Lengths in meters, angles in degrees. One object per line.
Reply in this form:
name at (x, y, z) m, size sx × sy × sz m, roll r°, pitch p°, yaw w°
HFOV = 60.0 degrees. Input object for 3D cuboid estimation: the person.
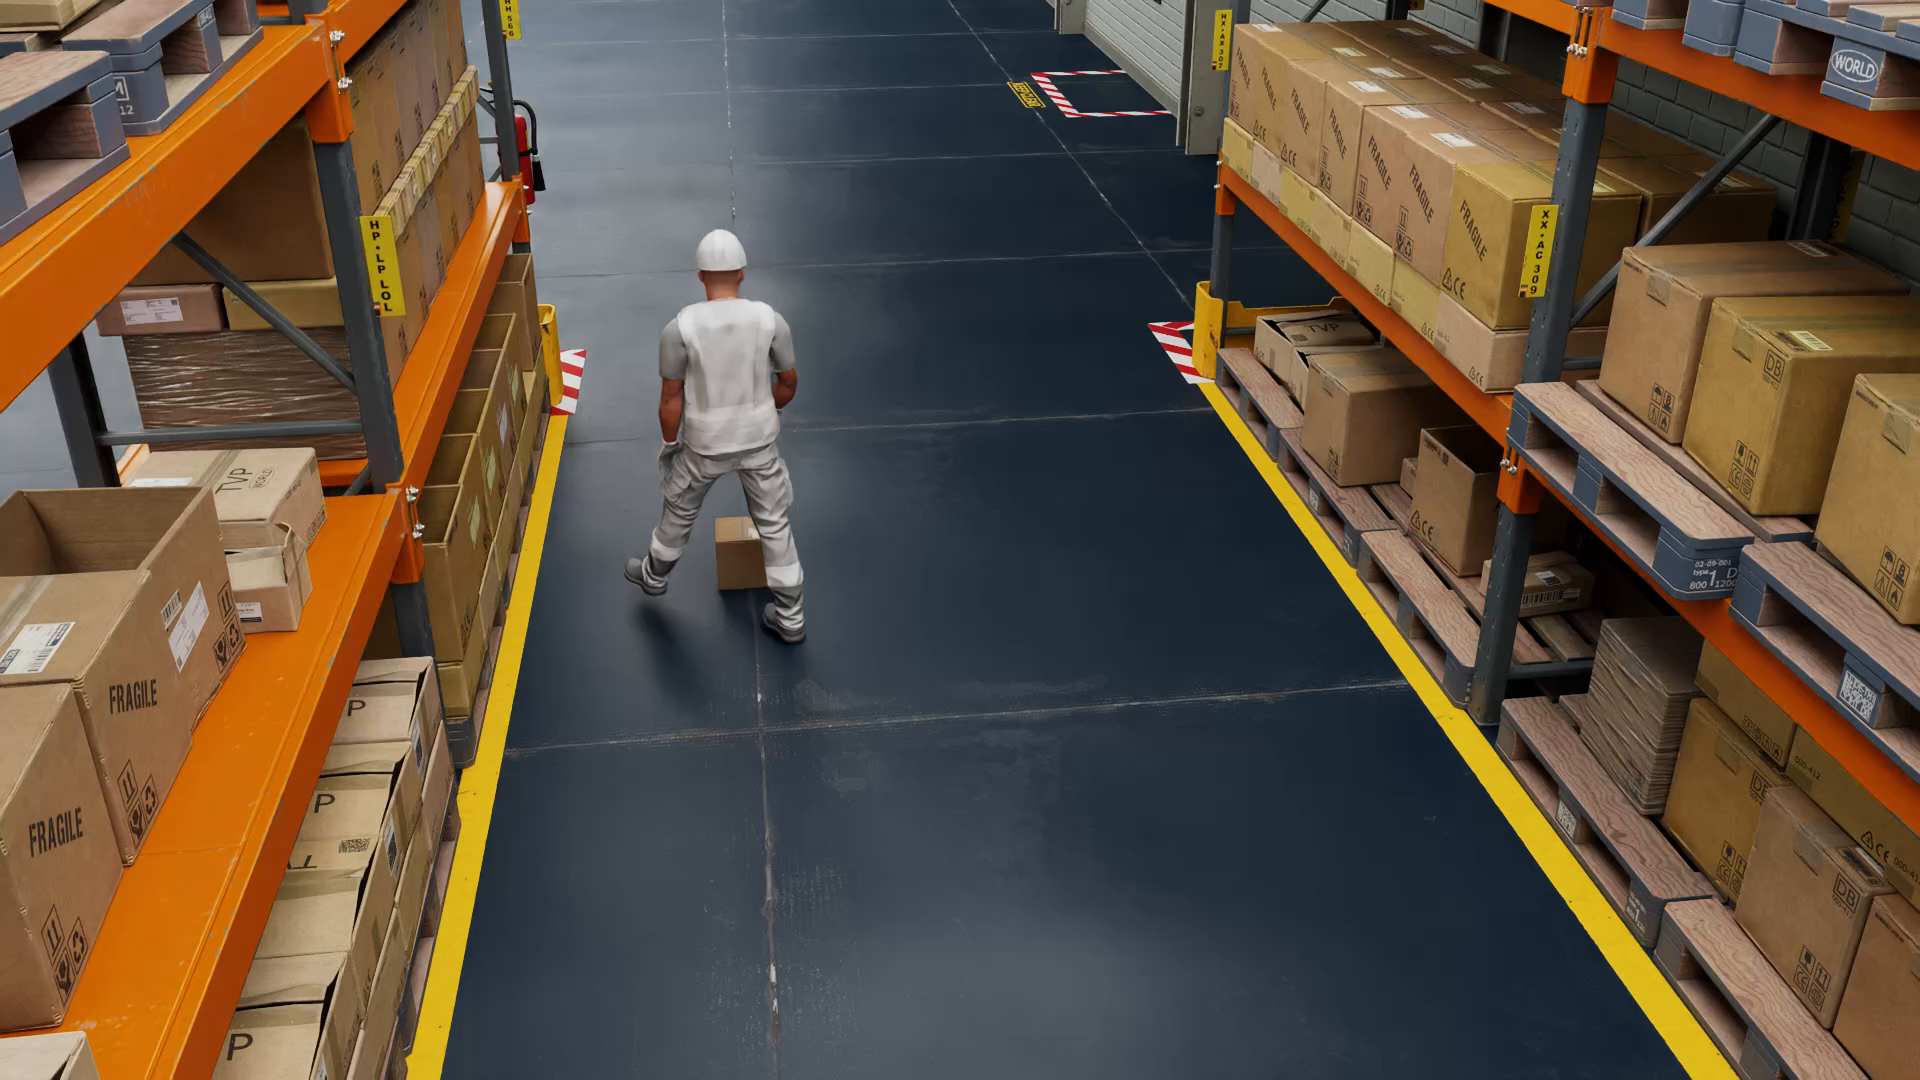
person at (-1.077, -0.473, 7.015) m, size 0.750 × 1.766 × 0.772 m, roll -8°, pitch 28°, yaw -15°
